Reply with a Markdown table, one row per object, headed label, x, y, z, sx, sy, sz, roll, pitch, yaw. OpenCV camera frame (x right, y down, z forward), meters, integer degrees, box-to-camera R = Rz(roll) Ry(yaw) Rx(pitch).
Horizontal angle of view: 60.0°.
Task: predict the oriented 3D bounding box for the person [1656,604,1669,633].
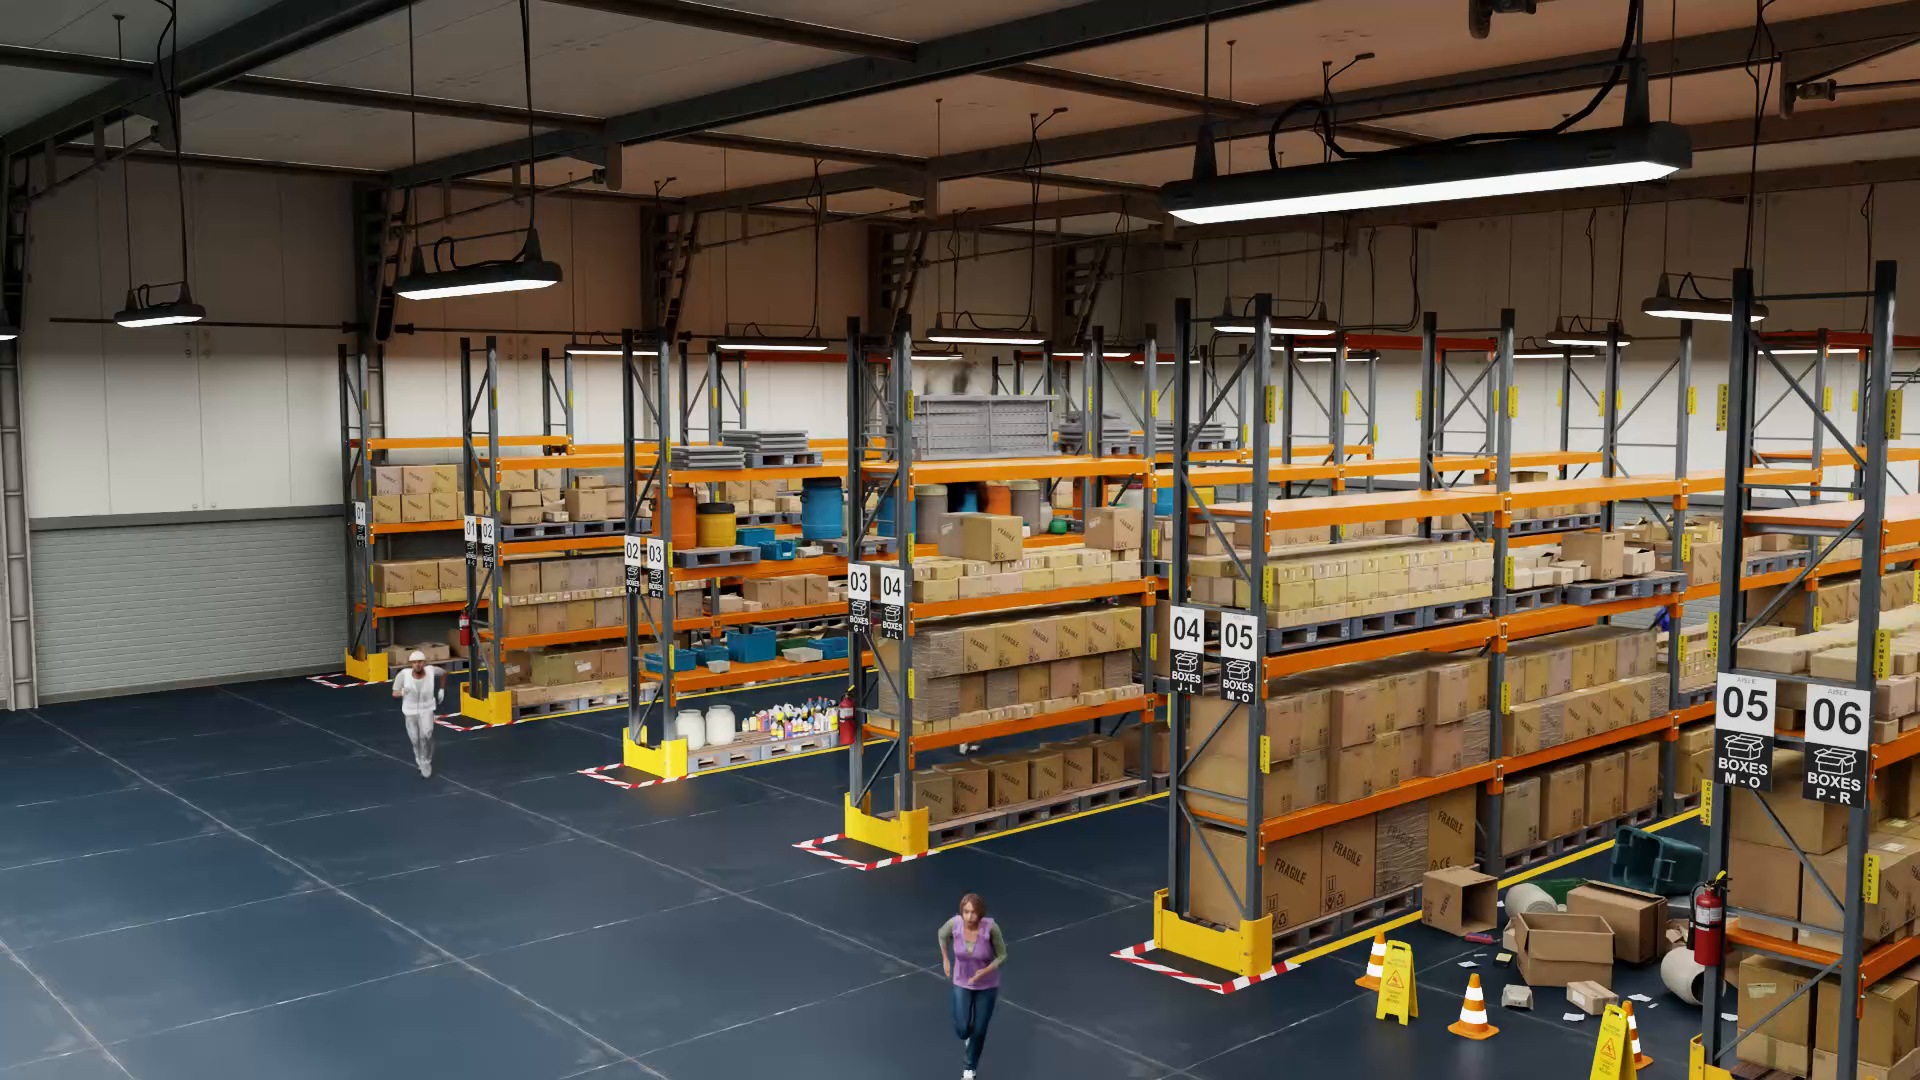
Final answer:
| label | x | y | z | sx | sy | sz | roll | pitch | yaw |
| --- | --- | --- | --- | --- | --- | --- | --- | --- | --- |
| person | 12.447 | 1.752 | 29.002 | 0.691 | 1.615 | 0.618 | -1 | 5 | -7 |

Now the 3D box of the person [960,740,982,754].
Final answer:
| label | x | y | z | sx | sy | sz | roll | pitch | yaw |
| --- | --- | --- | --- | --- | --- | --- | --- | --- | --- |
| person | 0.091 | 2.221 | 23.522 | 0.608 | 1.618 | 0.758 | 4 | 6 | 36 |

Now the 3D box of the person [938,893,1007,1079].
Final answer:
| label | x | y | z | sx | sy | sz | roll | pitch | yaw |
| --- | --- | --- | --- | --- | --- | --- | --- | --- | --- |
| person | 0.089 | 3.319 | 12.324 | 0.528 | 1.531 | 0.669 | 0 | 5 | 5 |

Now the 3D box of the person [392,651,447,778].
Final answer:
| label | x | y | z | sx | sy | sz | roll | pitch | yaw |
| --- | --- | --- | --- | --- | --- | --- | --- | --- | --- |
| person | -7.188 | 2.303 | 22.142 | 0.659 | 1.721 | 0.914 | -1 | 5 | -12 |

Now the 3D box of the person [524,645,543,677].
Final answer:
| label | x | y | z | sx | sy | sz | roll | pitch | yaw |
| --- | --- | --- | --- | --- | --- | --- | --- | --- | --- |
| person | -7.357 | 1.840 | 28.424 | 0.732 | 1.551 | 0.504 | -5 | 7 | -44 |
